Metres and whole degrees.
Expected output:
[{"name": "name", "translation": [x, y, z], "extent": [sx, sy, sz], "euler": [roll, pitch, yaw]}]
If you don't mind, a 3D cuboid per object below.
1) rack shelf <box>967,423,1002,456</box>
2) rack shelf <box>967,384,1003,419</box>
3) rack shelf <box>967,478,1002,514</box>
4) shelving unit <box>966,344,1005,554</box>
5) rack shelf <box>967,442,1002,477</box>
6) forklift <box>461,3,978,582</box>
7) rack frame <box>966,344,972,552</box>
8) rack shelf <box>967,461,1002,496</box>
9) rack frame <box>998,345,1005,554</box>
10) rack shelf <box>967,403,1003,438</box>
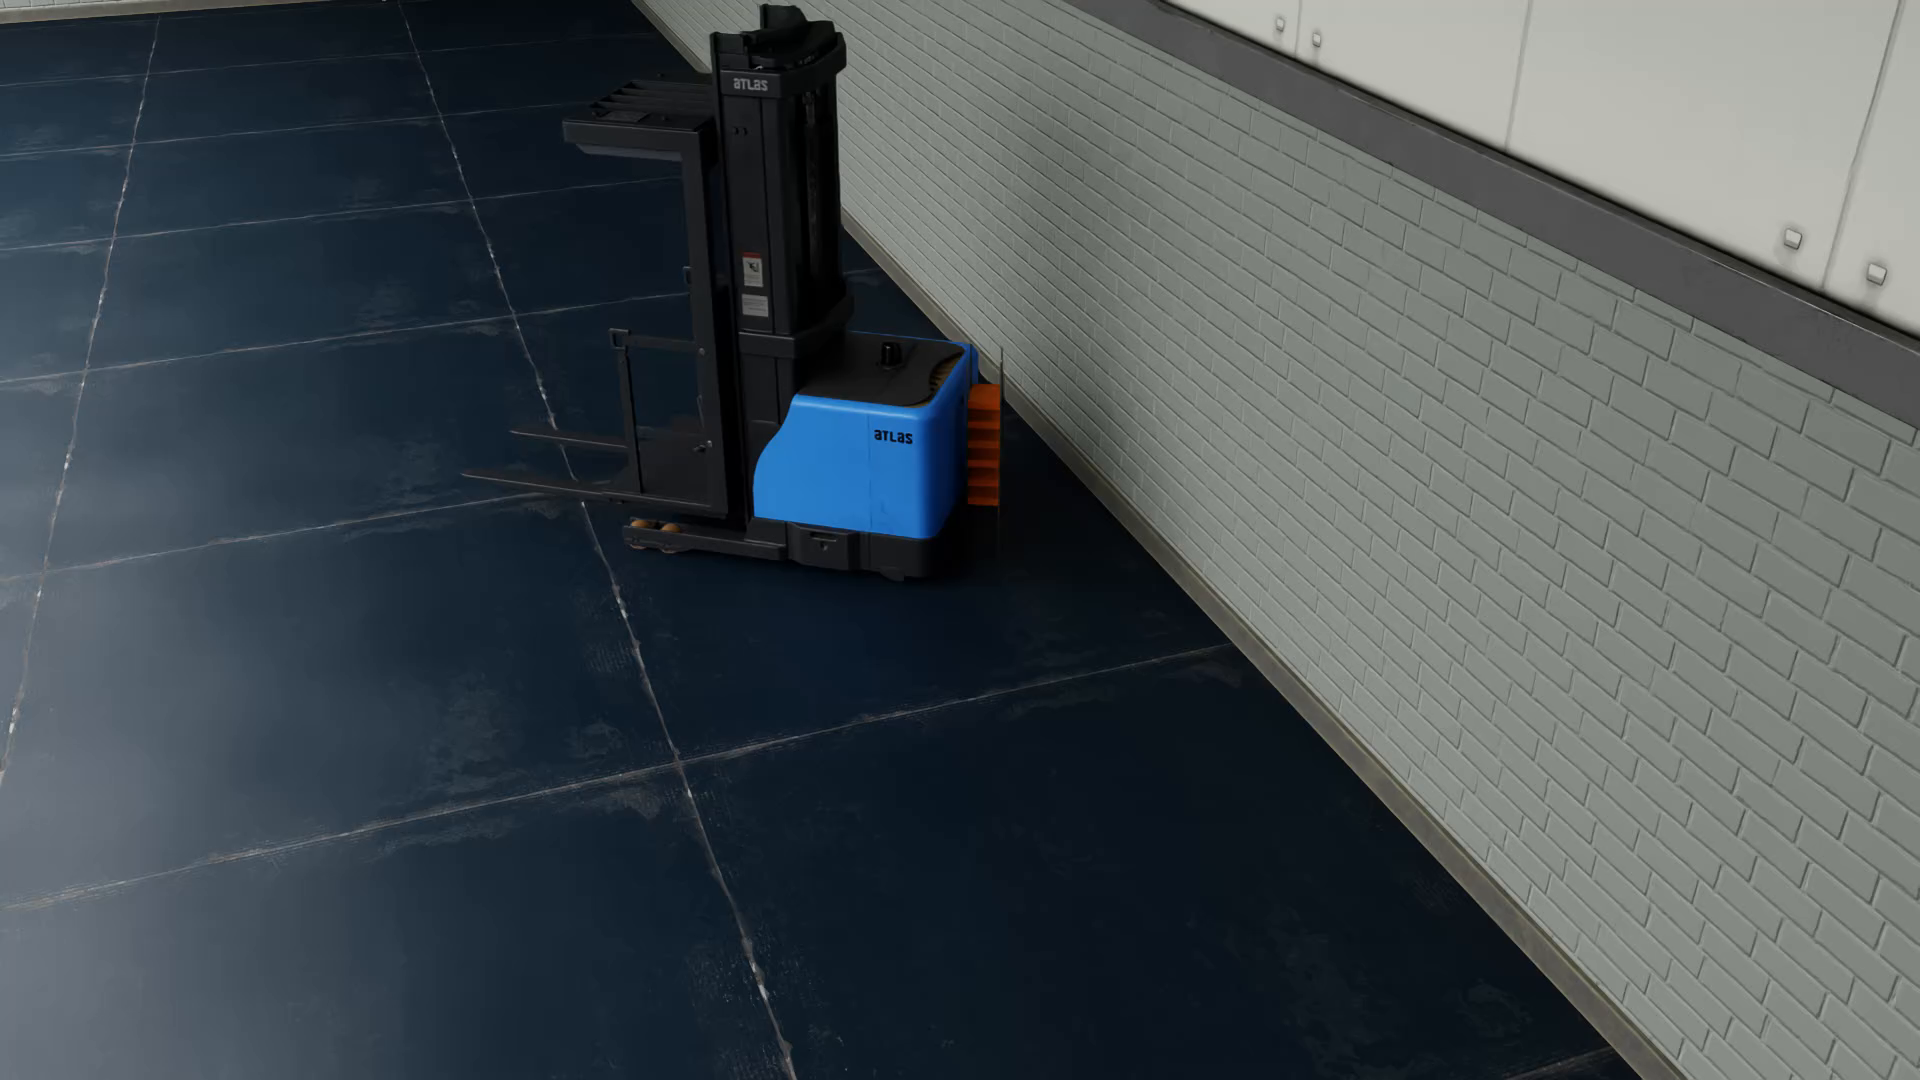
[{"name": "rack shelf", "translation": [0.142, -0.570, 9.386], "extent": [0.180, 0.103, 0.258], "euler": [3, 30, 5]}, {"name": "rack shelf", "translation": [0.142, -0.779, 9.267], "extent": [0.180, 0.103, 0.258], "euler": [3, 30, 5]}, {"name": "rack shelf", "translation": [0.142, -0.257, 9.564], "extent": [0.180, 0.103, 0.258], "euler": [3, 30, 5]}, {"name": "shelving unit", "translation": [0.142, -0.505, 9.423], "extent": [0.189, 1.200, 0.258], "euler": [3, 30, 5]}, {"name": "rack shelf", "translation": [0.142, -0.466, 9.445], "extent": [0.180, 0.103, 0.258], "euler": [3, 30, 5]}, {"name": "forklift", "translation": [-1.456, -1.437, 9.311], "extent": [3.031, 2.935, 1.130], "euler": [8, 31, 13]}, {"name": "rack frame", "translation": [0.051, -0.509, 9.431], "extent": [0.006, 1.200, 0.240], "euler": [3, 30, 5]}, {"name": "rack shelf", "translation": [0.142, -0.362, 9.505], "extent": [0.180, 0.103, 0.258], "euler": [3, 30, 5]}, {"name": "rack frame", "translation": [0.233, -0.500, 9.416], "extent": [0.006, 1.200, 0.240], "euler": [3, 30, 5]}, {"name": "rack shelf", "translation": [0.142, -0.675, 9.327], "extent": [0.180, 0.103, 0.258], "euler": [3, 30, 5]}]
